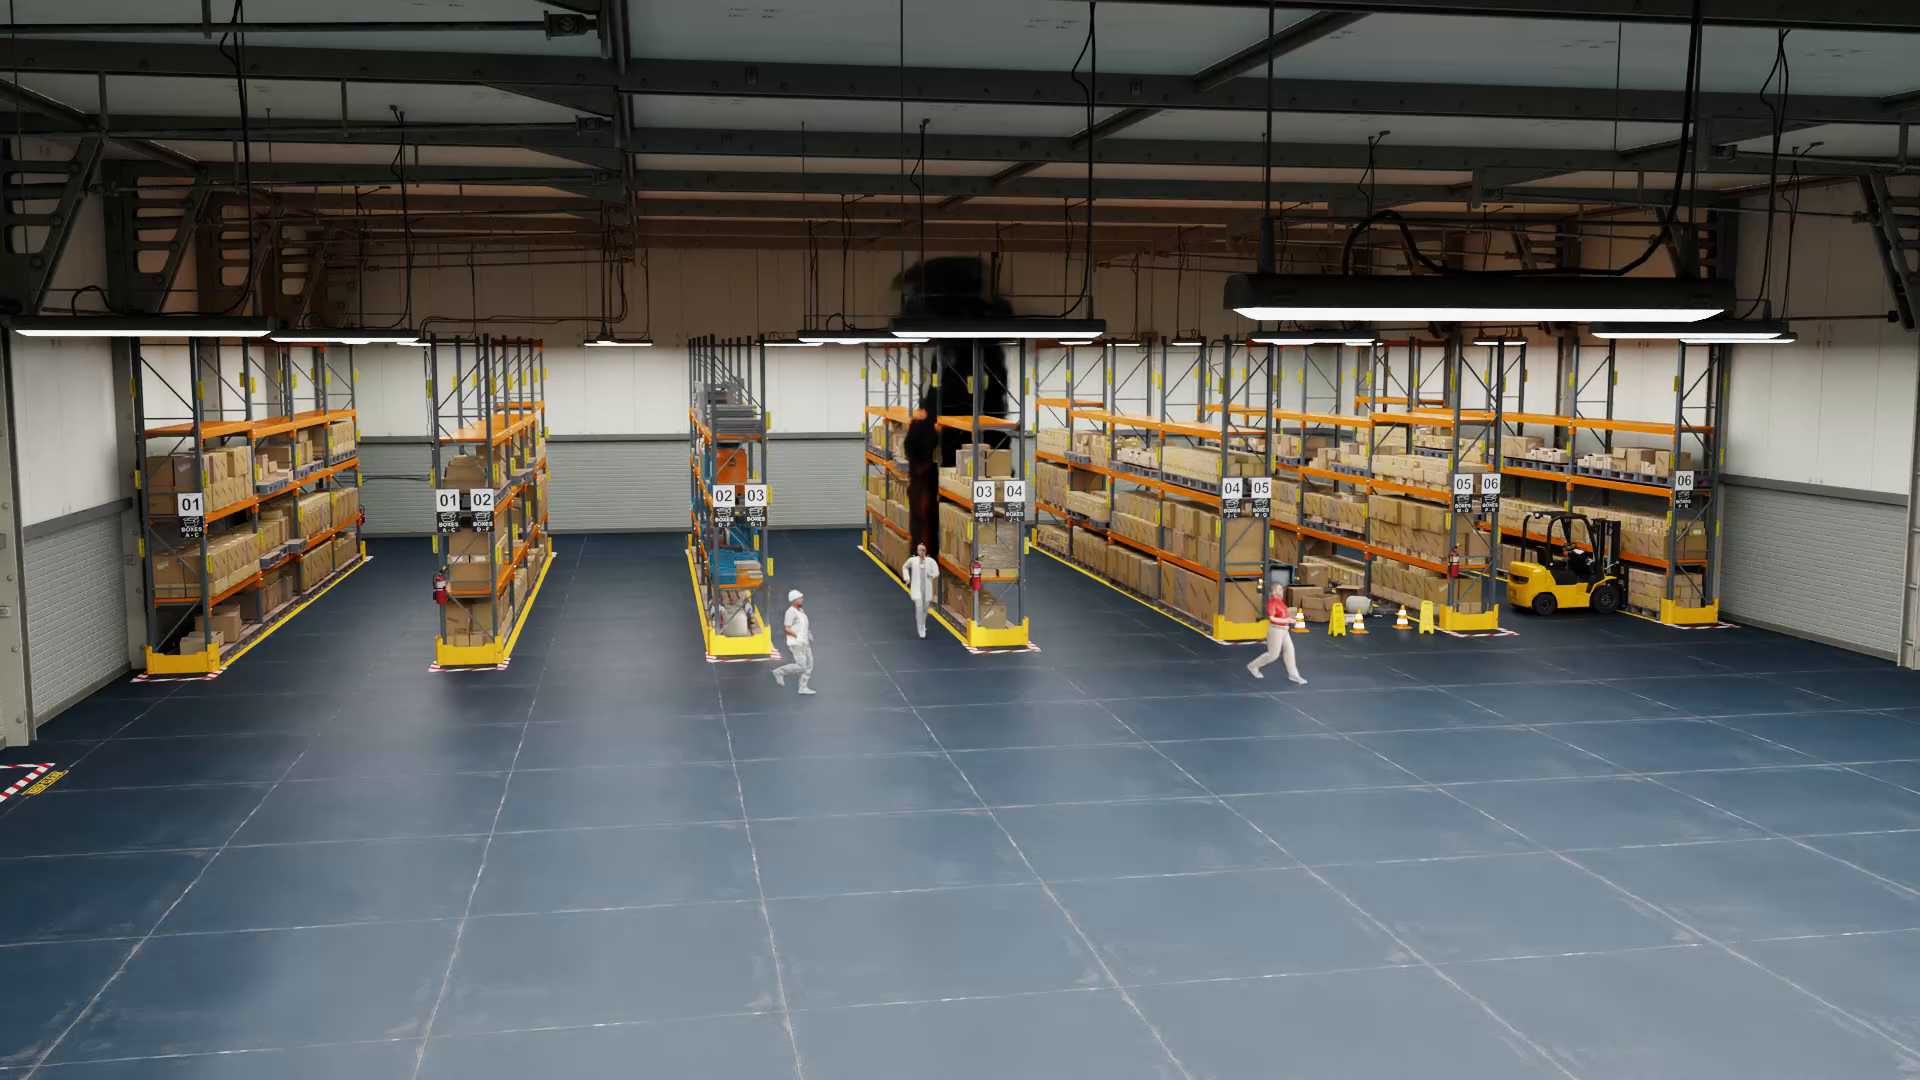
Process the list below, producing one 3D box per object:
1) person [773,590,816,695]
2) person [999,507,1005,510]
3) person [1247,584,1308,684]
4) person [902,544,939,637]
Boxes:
[{"bbox_3d":[-2.747,1.701,27.634,0.710,1.746,0.690,1,7,10],"label":"person"},{"bbox_3d":[0.931,-0.637,48.307,0.752,1.685,0.530,3,7,24],"label":"person"},{"bbox_3d":[5.464,1.599,28.544,1.032,1.714,0.675,3,7,26],"label":"person"},{"bbox_3d":[-0.763,0.977,33.097,0.702,1.788,0.981,-2,7,-13],"label":"person"}]
